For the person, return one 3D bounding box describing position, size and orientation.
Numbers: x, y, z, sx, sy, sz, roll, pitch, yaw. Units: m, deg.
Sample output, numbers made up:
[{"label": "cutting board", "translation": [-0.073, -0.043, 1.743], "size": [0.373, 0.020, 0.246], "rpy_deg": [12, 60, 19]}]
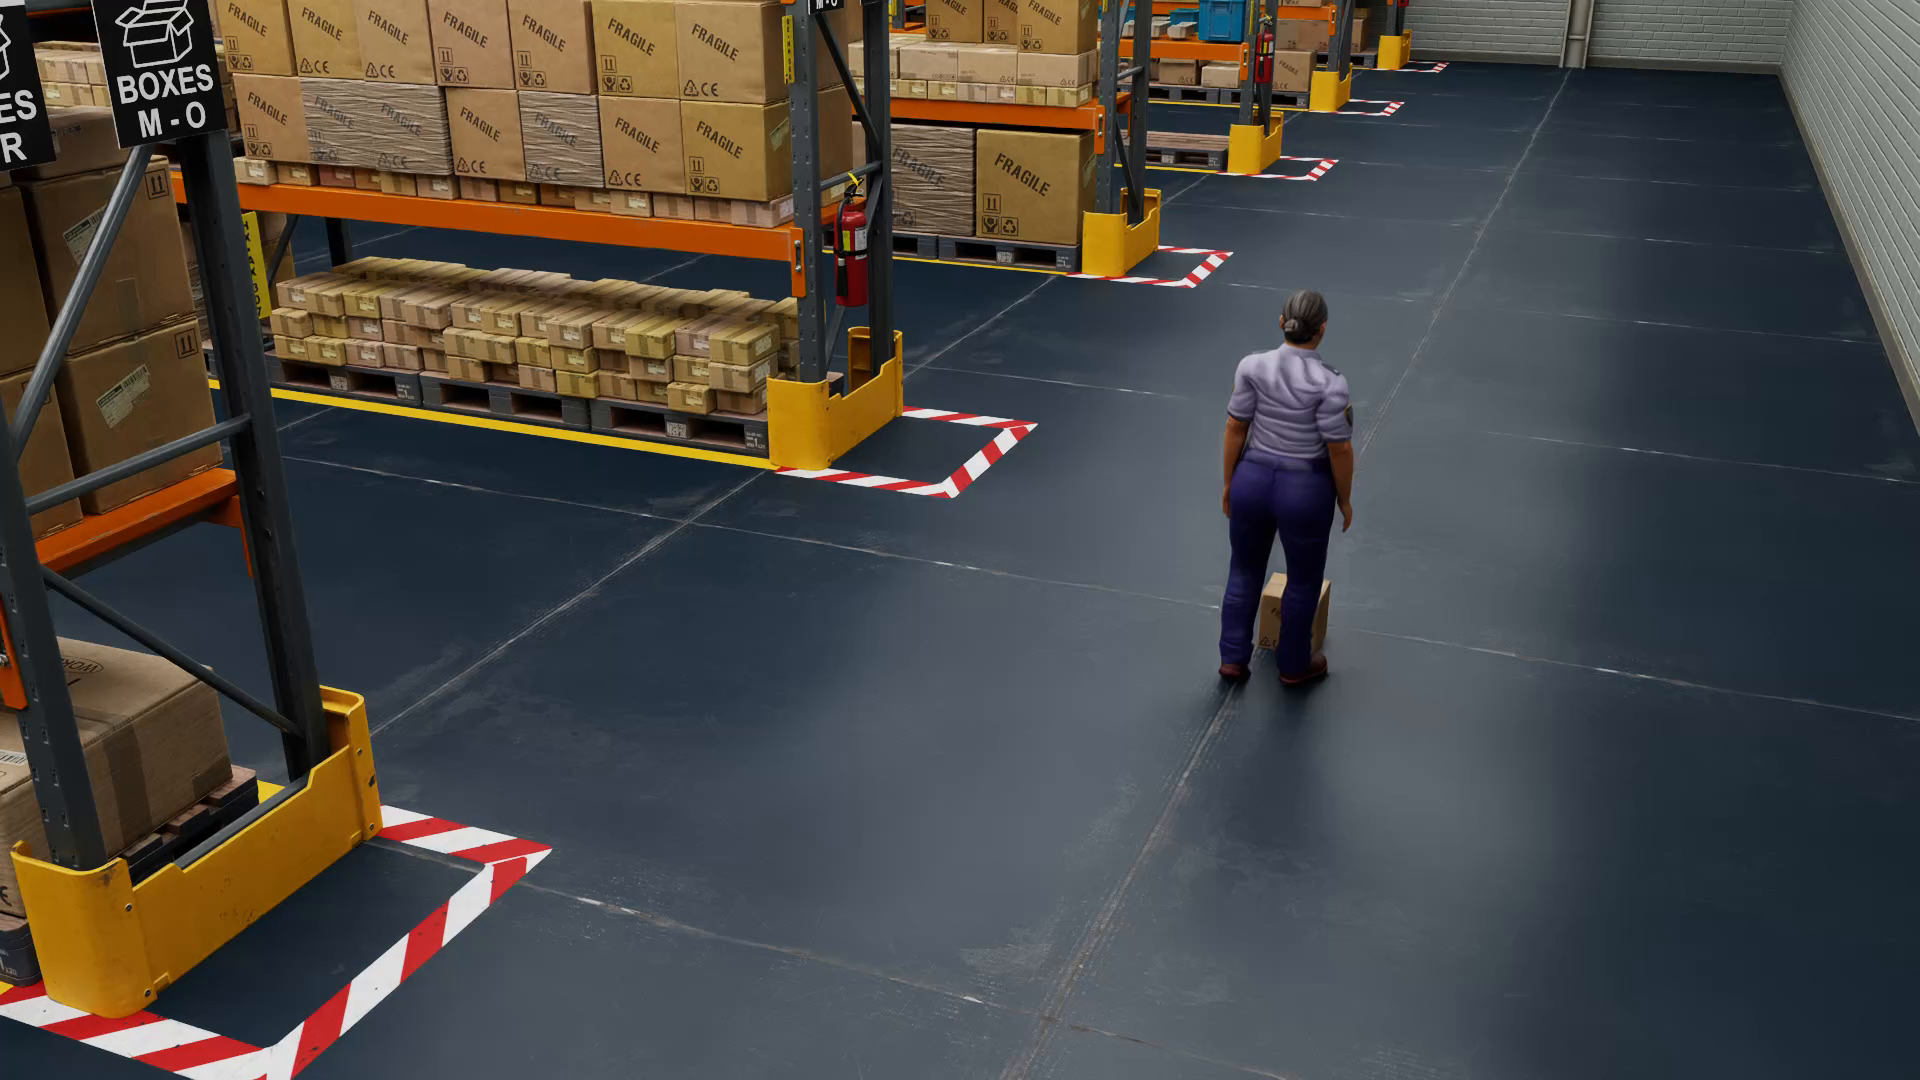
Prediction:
[{"label": "person", "translation": [1.305, -0.150, 6.545], "size": [0.513, 1.738, 0.472], "rpy_deg": [13, 26, 29]}]
